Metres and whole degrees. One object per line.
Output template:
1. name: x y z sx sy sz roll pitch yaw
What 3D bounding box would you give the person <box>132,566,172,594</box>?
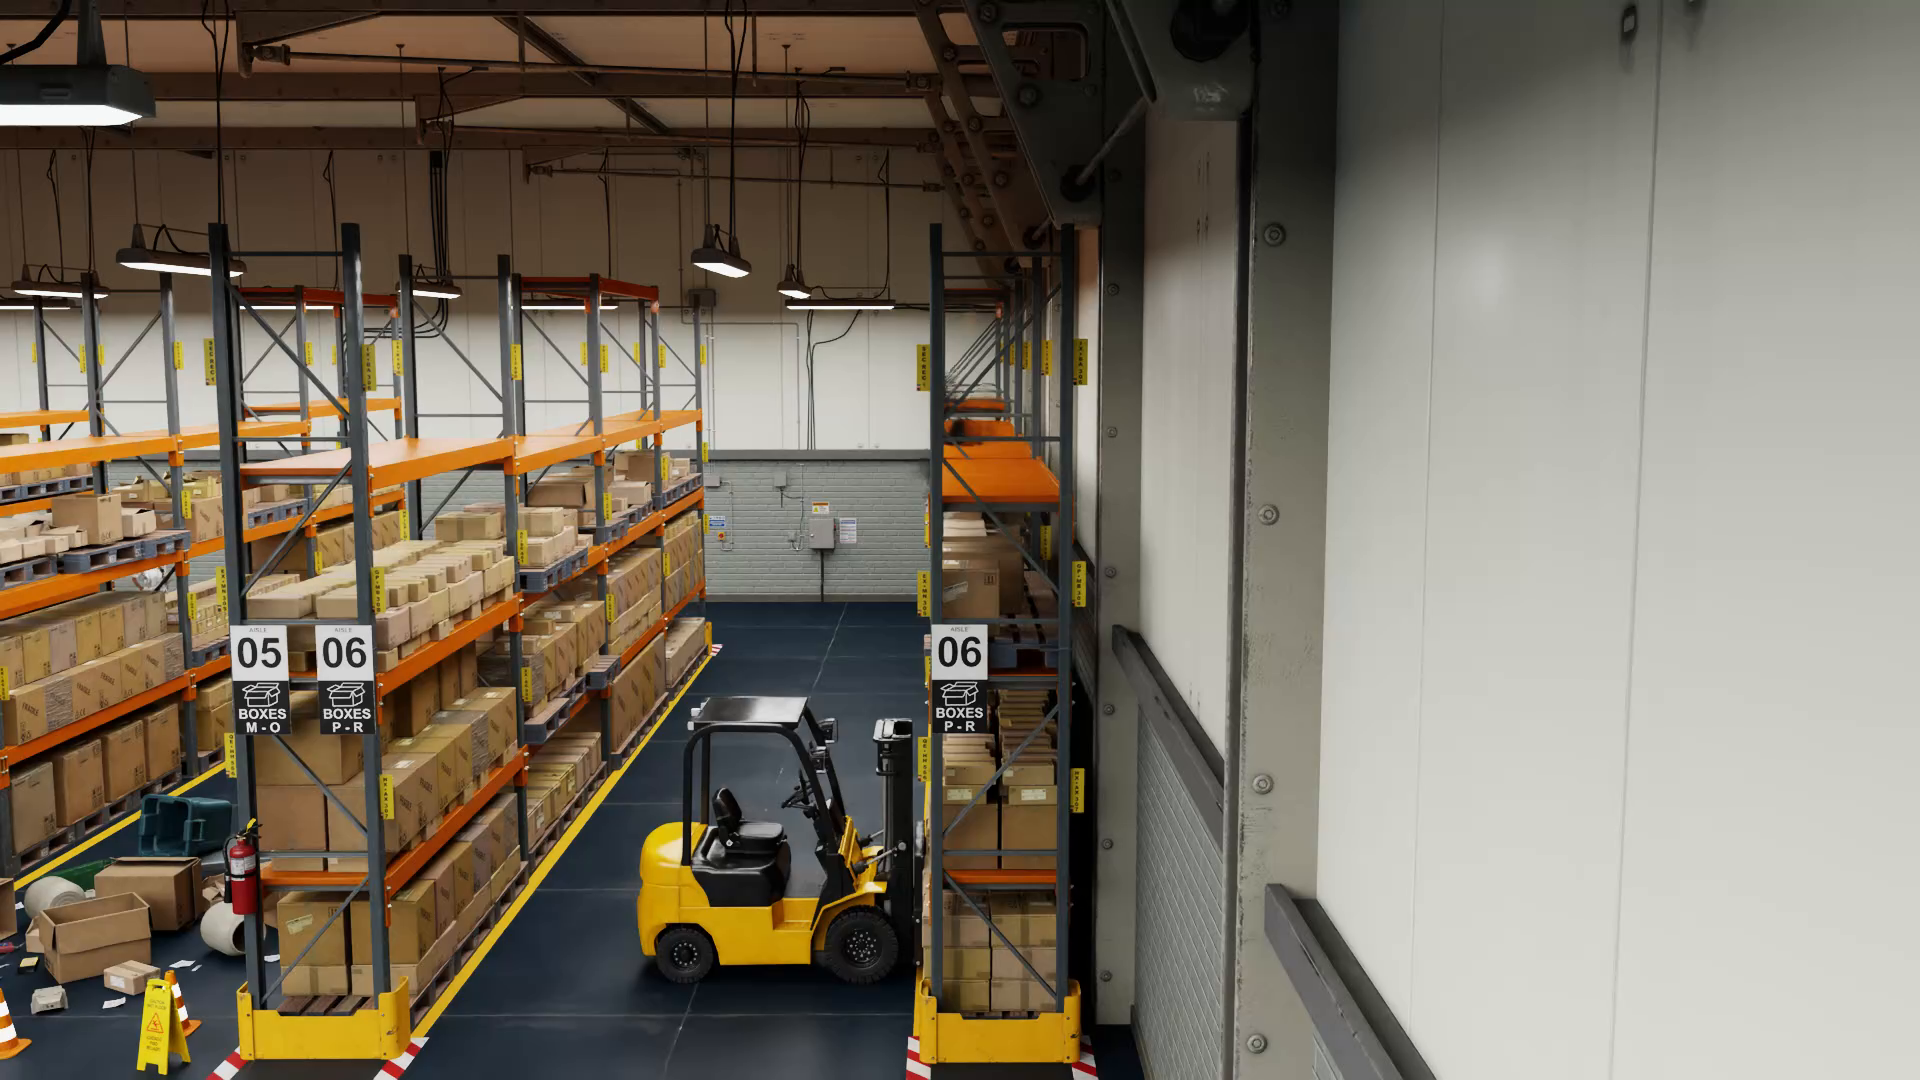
1. person: -13.884 0.989 28.648 0.807 1.741 0.584 5 9 39
